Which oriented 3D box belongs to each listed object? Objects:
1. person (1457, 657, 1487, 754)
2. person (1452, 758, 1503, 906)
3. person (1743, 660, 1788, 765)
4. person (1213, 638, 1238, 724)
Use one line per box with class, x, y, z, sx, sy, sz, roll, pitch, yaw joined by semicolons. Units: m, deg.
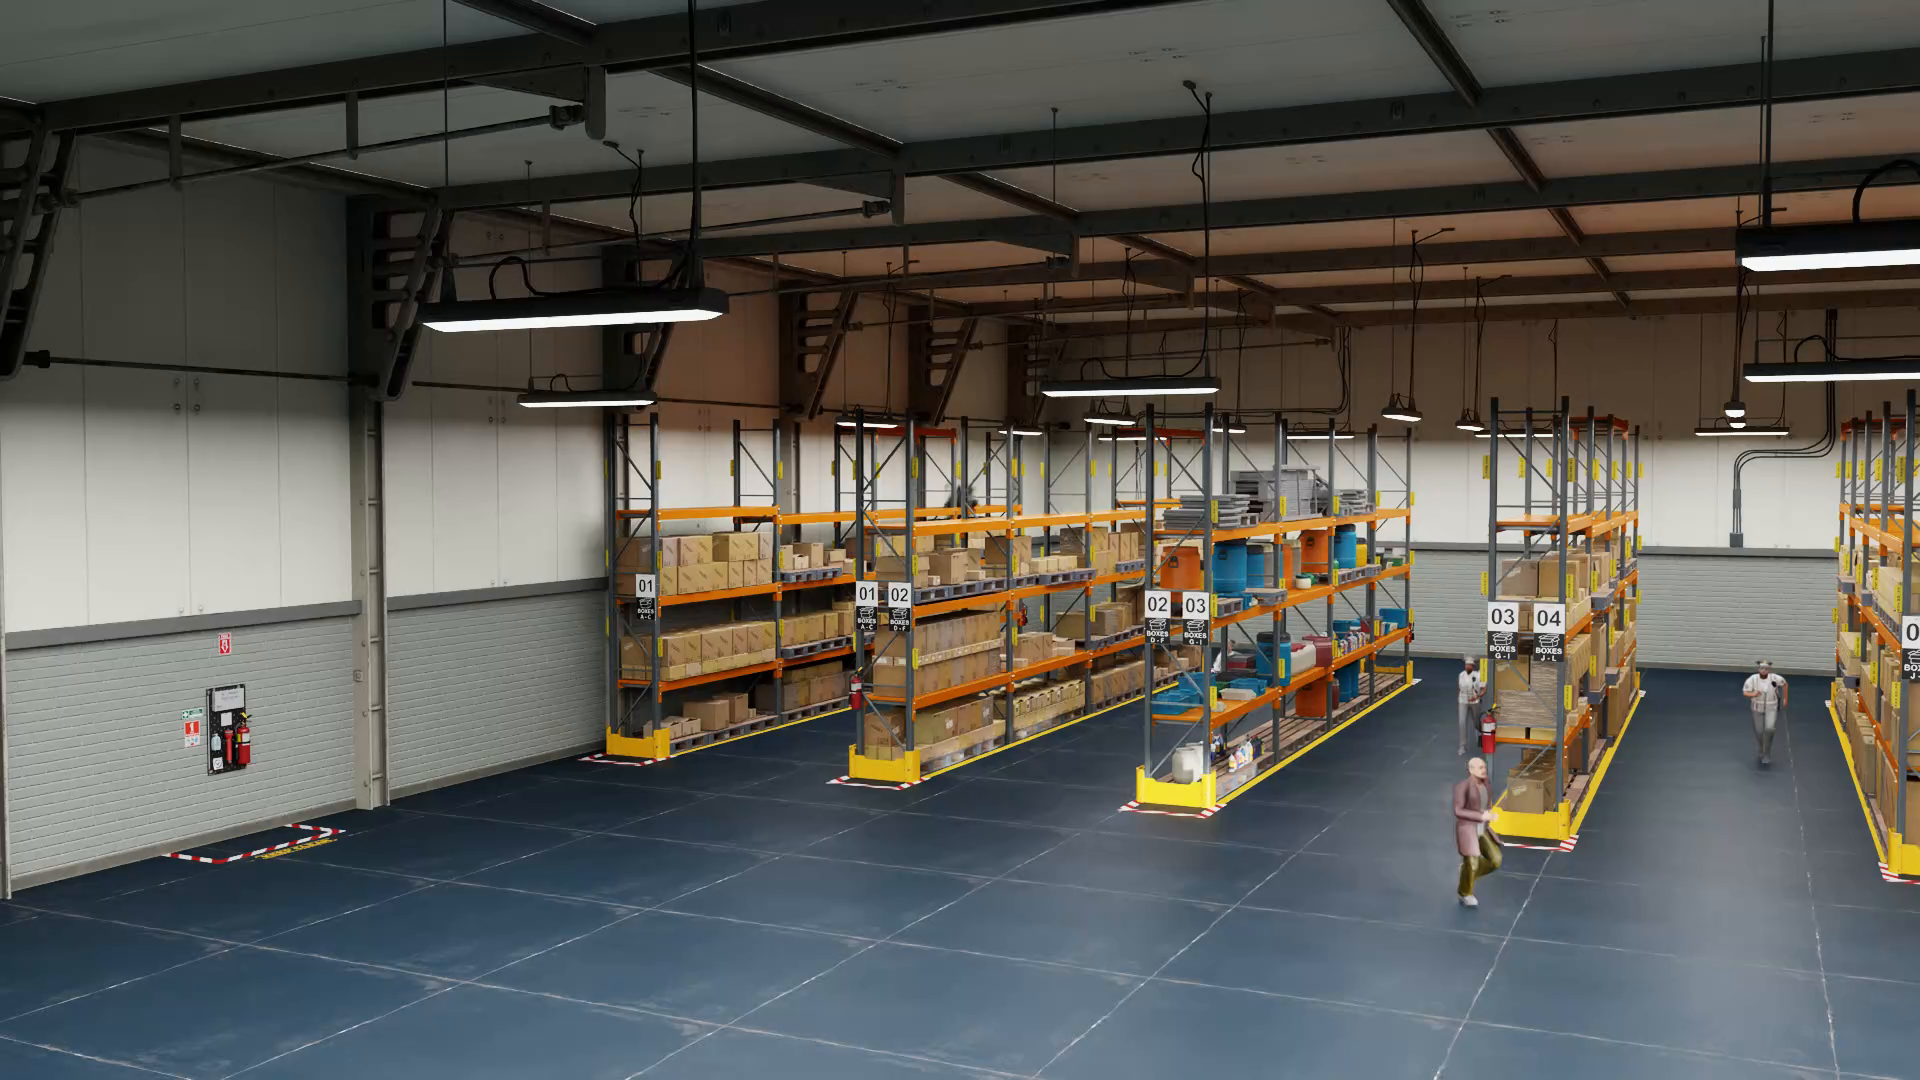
person;9.134;2.929;29.706;0.546;1.704;1.077;1;3;28
person;5.913;3.334;18.951;0.761;1.727;0.723;-1;3;-28
person;13.781;2.932;28.469;0.689;1.809;0.856;1;3;26
person;5.333;2.774;32.967;0.626;1.669;0.760;1;3;18
